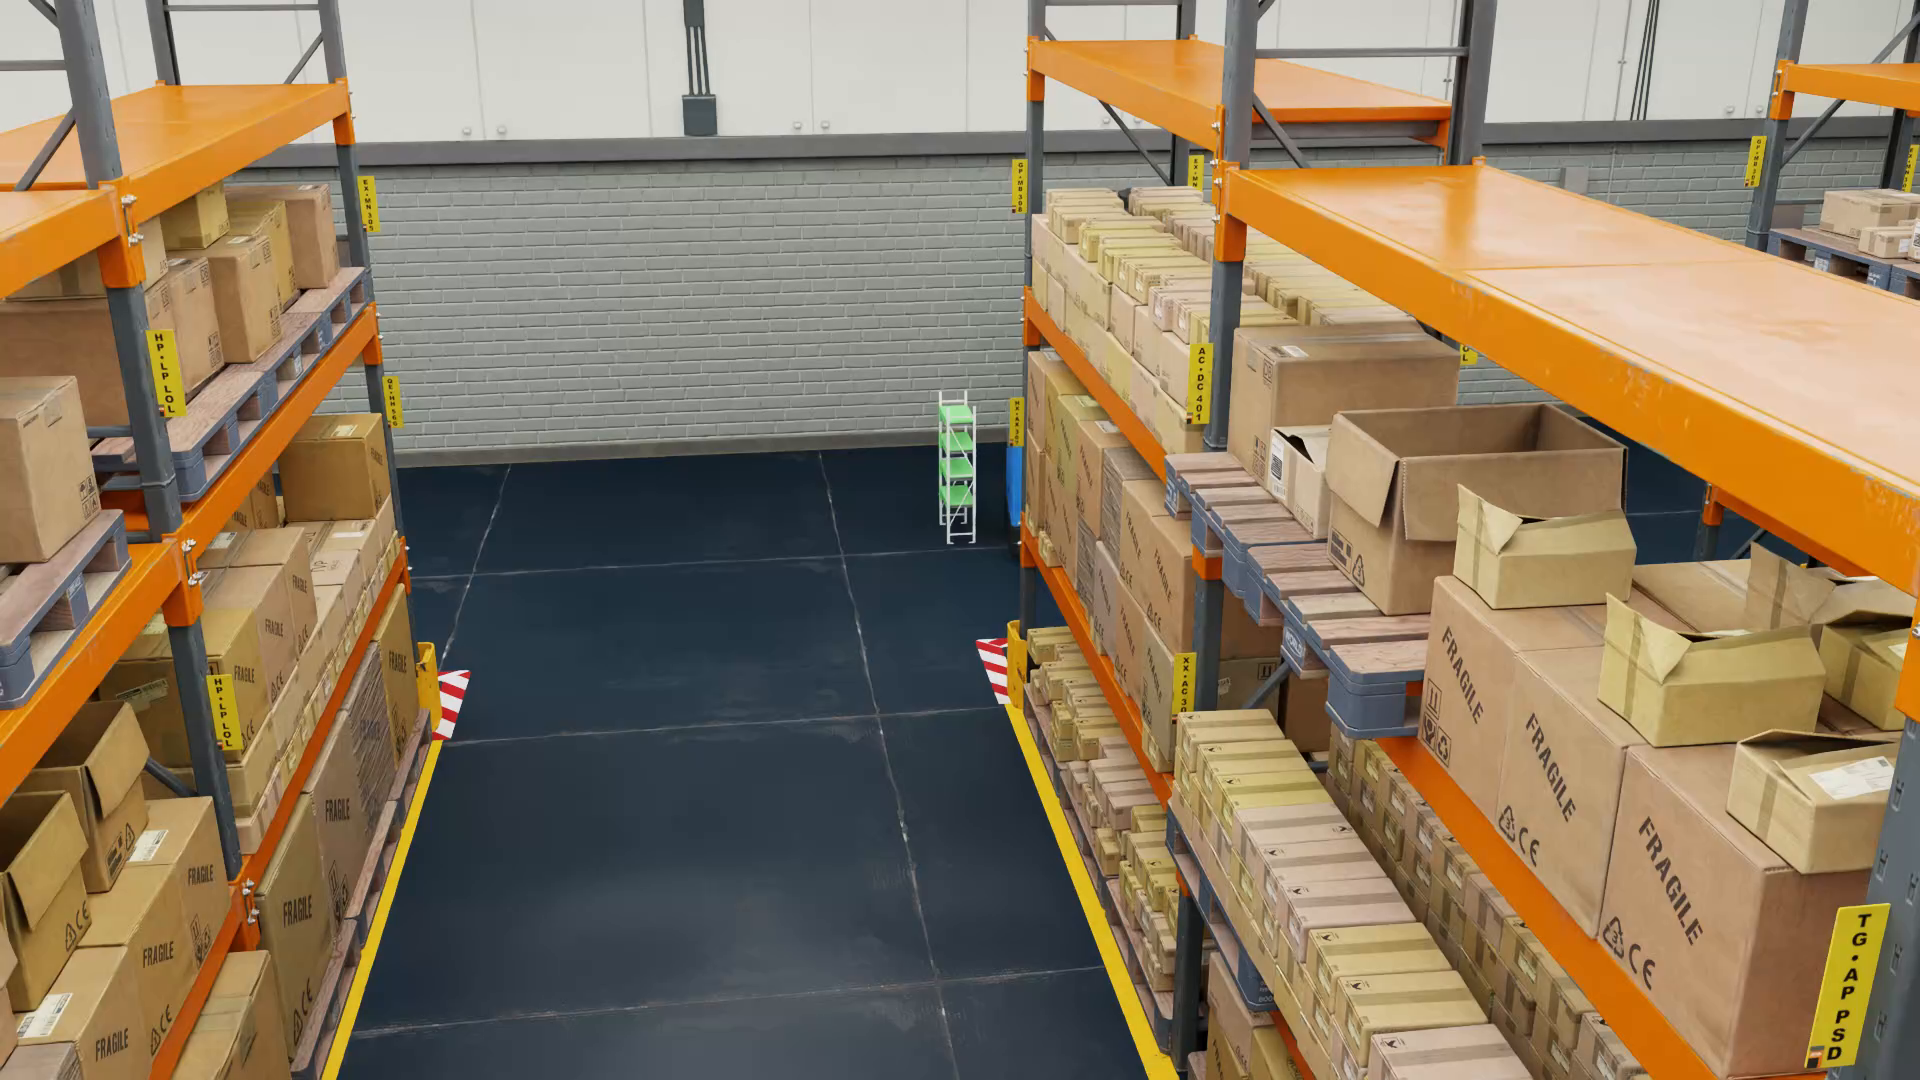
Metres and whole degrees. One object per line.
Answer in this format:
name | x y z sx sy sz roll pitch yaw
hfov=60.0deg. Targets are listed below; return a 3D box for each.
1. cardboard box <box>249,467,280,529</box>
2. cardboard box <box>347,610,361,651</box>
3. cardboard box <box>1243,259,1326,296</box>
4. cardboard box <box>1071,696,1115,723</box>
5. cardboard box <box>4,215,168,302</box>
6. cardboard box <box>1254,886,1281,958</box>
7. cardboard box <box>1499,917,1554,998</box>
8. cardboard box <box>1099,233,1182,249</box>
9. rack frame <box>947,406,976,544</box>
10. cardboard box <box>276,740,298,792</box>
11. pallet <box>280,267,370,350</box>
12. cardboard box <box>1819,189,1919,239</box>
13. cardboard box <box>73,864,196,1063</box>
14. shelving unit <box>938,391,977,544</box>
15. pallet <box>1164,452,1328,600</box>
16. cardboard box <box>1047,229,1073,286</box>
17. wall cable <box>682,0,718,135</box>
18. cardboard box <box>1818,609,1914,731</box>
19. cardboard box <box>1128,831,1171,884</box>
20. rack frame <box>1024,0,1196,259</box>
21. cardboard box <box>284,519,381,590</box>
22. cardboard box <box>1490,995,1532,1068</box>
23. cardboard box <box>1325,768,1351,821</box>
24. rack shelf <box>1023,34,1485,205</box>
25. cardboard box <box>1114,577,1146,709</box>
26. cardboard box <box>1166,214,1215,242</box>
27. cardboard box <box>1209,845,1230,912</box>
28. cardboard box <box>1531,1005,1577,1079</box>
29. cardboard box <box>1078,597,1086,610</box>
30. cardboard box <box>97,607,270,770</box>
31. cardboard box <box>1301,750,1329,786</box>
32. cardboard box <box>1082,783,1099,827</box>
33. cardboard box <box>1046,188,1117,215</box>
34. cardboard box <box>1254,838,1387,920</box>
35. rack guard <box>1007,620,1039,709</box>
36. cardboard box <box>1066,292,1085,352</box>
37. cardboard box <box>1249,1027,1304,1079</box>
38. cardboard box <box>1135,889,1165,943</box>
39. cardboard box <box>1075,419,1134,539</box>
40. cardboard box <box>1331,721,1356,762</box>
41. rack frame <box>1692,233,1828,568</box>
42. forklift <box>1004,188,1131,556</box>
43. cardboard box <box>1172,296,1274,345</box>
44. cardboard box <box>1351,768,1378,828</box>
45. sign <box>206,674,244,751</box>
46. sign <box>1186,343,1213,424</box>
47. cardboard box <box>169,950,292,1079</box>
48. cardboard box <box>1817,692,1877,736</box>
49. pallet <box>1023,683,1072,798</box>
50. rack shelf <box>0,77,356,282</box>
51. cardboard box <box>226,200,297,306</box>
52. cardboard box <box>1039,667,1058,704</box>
cardboard box | -4.142 -0.234 9.274 0.500 0.500 0.500 -3 21 -9
cardboard box | -3.453 0.501 8.947 0.380 0.149 0.250 -3 21 -8
cardboard box | 1.532 -1.227 7.856 0.380 0.149 0.250 -4 21 -9
cardboard box | 0.862 1.038 9.775 0.380 0.149 0.250 -2 21 -6
cardboard box | -3.569 -1.155 6.776 0.500 0.250 0.500 -4 21 -11
cardboard box | 1.241 1.306 5.765 0.380 0.149 0.250 -2 21 -6
cardboard box | 1.961 1.319 5.307 0.380 0.149 0.250 -3 21 -9
cardboard box | 0.922 -1.475 8.521 0.380 0.149 0.250 -2 21 -6
rack frame | 0.011 -0.535 13.933 0.240 1.200 0.015 -3 21 -8
cardboard box | -3.230 1.034 7.519 0.380 0.149 0.250 -2 21 -6
pallet | -3.899 -1.274 9.180 1.003 0.211 1.213 -3 21 -8
cardboard box | 5.944 -2.094 10.720 0.500 0.250 0.500 -5 21 -13
cardboard box | -3.038 1.491 5.794 0.500 0.500 0.500 -2 21 -6
shelving unit | -0.024 -0.619 14.160 0.258 1.200 0.503 -3 21 -8
pallet | 1.467 -0.095 6.165 1.213 0.211 1.003 -3 21 -8
cardboard box | 0.789 -1.605 9.440 0.500 0.250 0.500 -3 21 -8
wall cable | -1.421 -6.616 14.471 2.277 5.999 0.120 -3 21 -8
cardboard box | 2.200 0.245 3.750 0.396 0.266 0.258 -3 21 -8
cardboard box | 1.055 1.581 8.321 0.380 0.149 0.250 -3 21 -8
rack frame | 0.906 -3.192 9.902 1.000 3.000 0.127 -3 21 -8
cardboard box | -3.611 0.094 9.467 0.500 0.250 0.500 -3 21 -9
cardboard box | 1.966 1.594 5.419 0.380 0.149 0.250 -4 21 -10
cardboard box | 1.736 1.051 6.873 0.380 0.149 0.250 -3 21 -9
rack shelf | 1.195 -2.161 8.175 1.077 0.370 4.000 -3 21 -8
cardboard box | 1.060 0.484 8.066 0.500 0.500 0.500 -3 21 -9
cardboard box | 1.344 -1.682 9.075 0.380 0.149 0.250 -3 21 -9
cardboard box | 1.163 1.266 6.299 0.380 0.149 0.250 -3 21 -7
cardboard box | 2.002 1.546 5.123 0.380 0.149 0.250 -3 21 -8
cardboard box | 0.888 0.311 9.455 0.380 0.149 0.250 -3 21 -9
cardboard box | -3.256 0.619 6.989 0.500 0.500 0.500 -3 21 -8
cardboard box | 1.766 1.006 7.595 0.380 0.149 0.250 -2 21 -6
cardboard box | 0.901 1.489 9.416 0.380 0.149 0.250 -3 21 -8
cardboard box | 0.728 -2.014 9.965 0.380 0.149 0.250 -3 21 -8
cardboard box | 1.236 1.165 5.719 0.380 0.149 0.250 -3 21 -8
rack guard | 0.917 0.815 11.319 1.175 0.500 0.348 -3 21 -8
cardboard box | 0.877 -1.188 9.038 0.500 0.250 0.500 -4 21 -10
cardboard box | 1.407 2.079 6.263 0.500 0.250 0.500 -2 21 -6
cardboard box | 1.072 1.816 8.116 0.380 0.149 0.250 -4 21 -10
cardboard box | 0.917 -0.336 8.832 0.500 0.500 0.500 -4 21 -9
cardboard box | 1.734 0.774 6.765 0.380 0.149 0.250 -2 21 -5
rack frame | 5.790 -0.667 11.714 1.000 3.000 0.127 -3 21 -8
forklift | 1.914 -1.372 13.702 3.031 2.935 1.130 -1 20 -2
cardboard box | 1.119 -0.939 7.085 0.380 0.149 0.250 -2 21 -6
cardboard box | 1.775 1.003 6.576 0.380 0.149 0.250 -3 21 -7
sign | -2.904 0.682 6.562 0.100 0.325 0.005 -3 21 -8
sign | 0.947 -0.615 6.548 0.100 0.325 0.005 -3 21 -8
cardboard box | -3.328 2.237 6.376 1.225 0.875 0.875 -3 21 -8
cardboard box | 2.161 0.552 4.022 0.500 0.500 0.500 -3 21 -8
pallet | 0.999 1.234 10.612 1.003 0.211 1.213 -3 21 -8
rack shelf | -3.728 -1.760 7.668 1.077 0.370 4.000 -3 21 -8
cardboard box | -3.926 -1.484 8.730 0.700 0.500 0.500 -4 21 -10
cardboard box | 0.712 0.909 10.544 0.380 0.149 0.250 -3 21 -8
